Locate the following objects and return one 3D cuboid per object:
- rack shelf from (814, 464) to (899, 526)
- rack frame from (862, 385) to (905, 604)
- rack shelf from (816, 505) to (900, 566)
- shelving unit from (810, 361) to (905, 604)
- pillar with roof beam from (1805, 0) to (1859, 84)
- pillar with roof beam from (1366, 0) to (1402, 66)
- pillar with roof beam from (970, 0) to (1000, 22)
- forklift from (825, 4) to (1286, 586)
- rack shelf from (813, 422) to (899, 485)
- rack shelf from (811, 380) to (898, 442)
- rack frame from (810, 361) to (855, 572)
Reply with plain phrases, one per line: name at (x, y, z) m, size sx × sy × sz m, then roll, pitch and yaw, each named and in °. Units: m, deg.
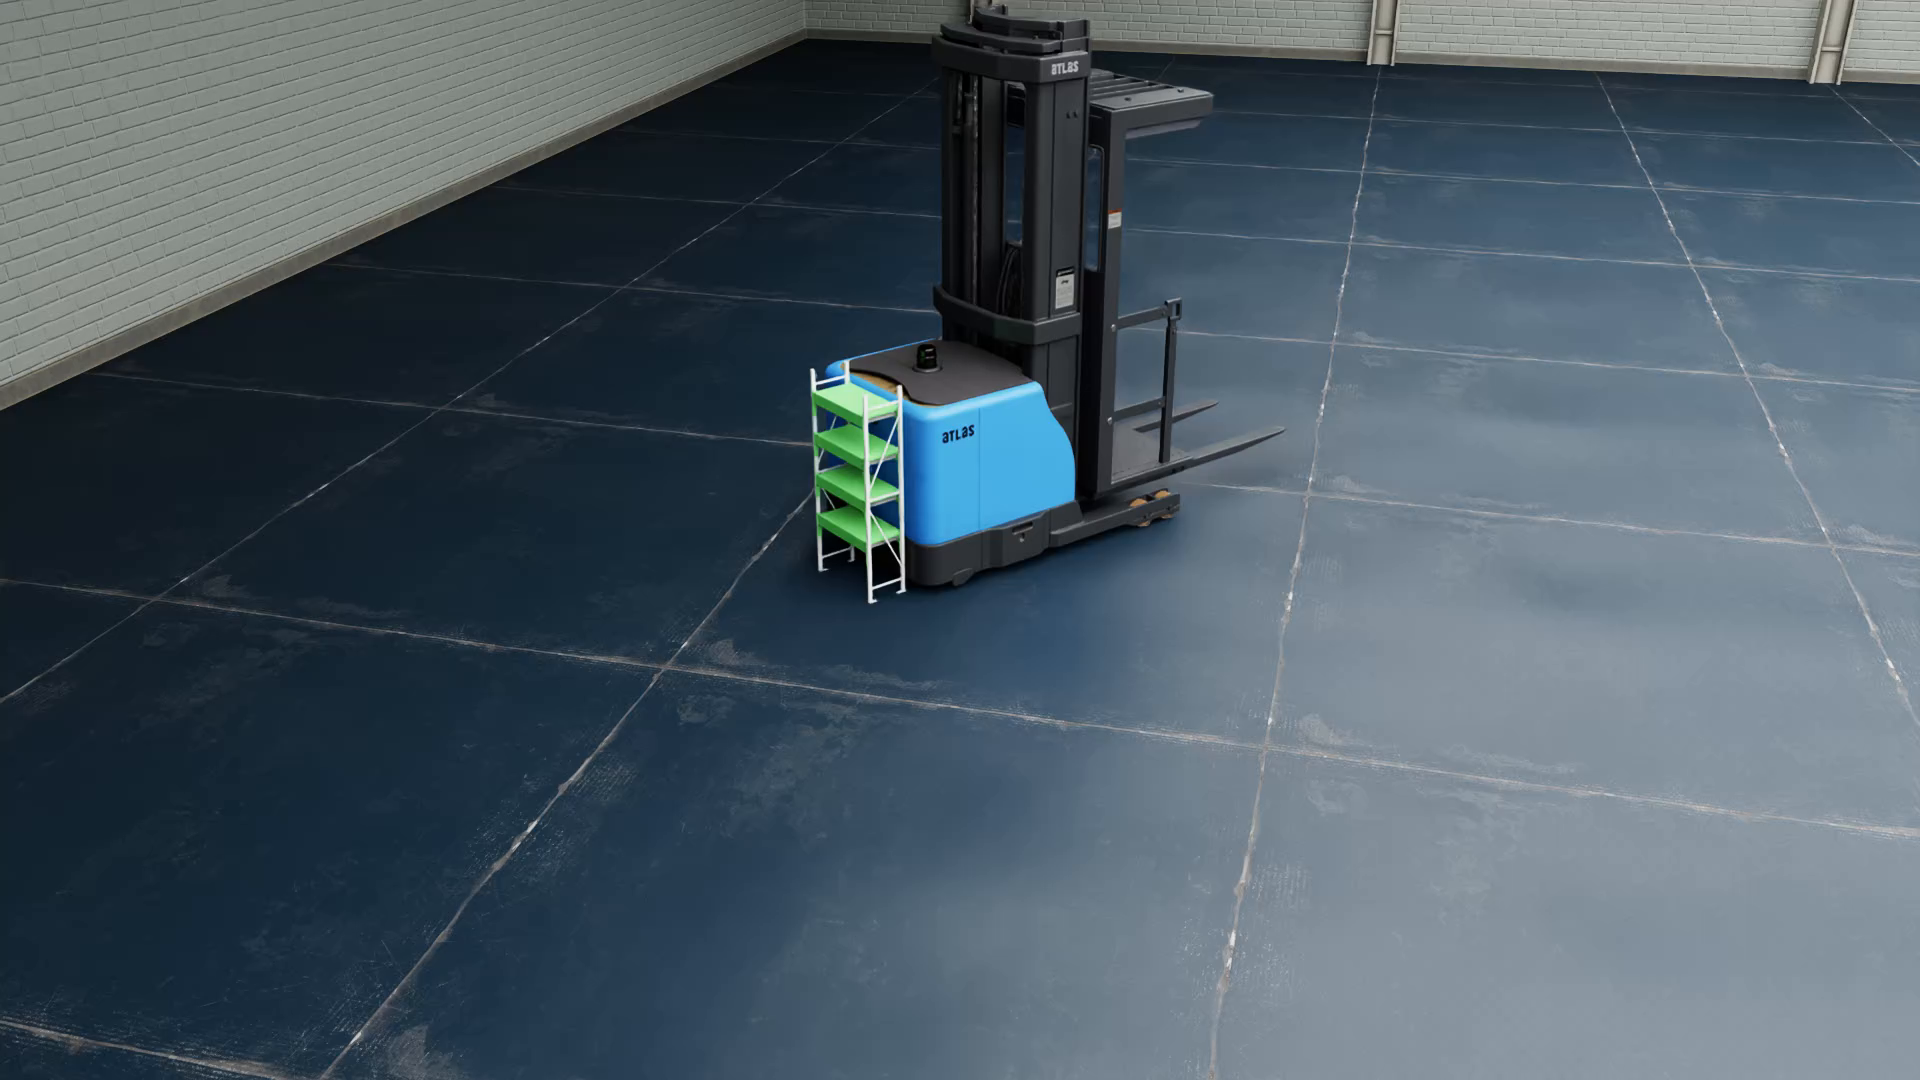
rack shelf at (-0.551, -0.254, 9.037) m, size 0.258 × 0.148 × 0.480 m, roll -18°, pitch 31°, yaw -34°
rack frame at (-0.401, -0.229, 8.836) m, size 0.240 × 1.200 × 0.015 m, roll -18°, pitch 31°, yaw -34°
rack shelf at (-0.551, -0.038, 9.140) m, size 0.258 × 0.148 × 0.480 m, roll -18°, pitch 31°, yaw -34°
shelving unit at (-0.551, -0.312, 9.010) m, size 0.258 × 1.200 × 0.503 m, roll -18°, pitch 31°, yaw -34°
pillar with roof beam at (10.934, -8.647, 17.444) m, size 0.400 × 9.000 × 9.100 m, roll 6°, pitch 26°, yaw 13°
pillar with roof beam at (5.123, -9.290, 18.794) m, size 0.400 × 9.000 × 9.100 m, roll 6°, pitch 26°, yaw 13°
pillar with roof beam at (-0.688, -9.932, 20.143) m, size 0.400 × 9.000 × 9.100 m, roll 6°, pitch 26°, yaw 13°
forklift at (0.705, -1.562, 9.622) m, size 3.031 × 2.935 × 1.130 m, roll -18°, pitch 31°, yaw -33°
rack shelf at (-0.551, -0.471, 8.934) m, size 0.258 × 0.148 × 0.480 m, roll -18°, pitch 31°, yaw -34°
rack shelf at (-0.551, -0.688, 8.831) m, size 0.258 × 0.148 × 0.480 m, roll -18°, pitch 31°, yaw -34°
rack frame at (-0.700, -0.395, 9.184) m, size 0.240 × 1.200 × 0.015 m, roll -18°, pitch 31°, yaw -34°
